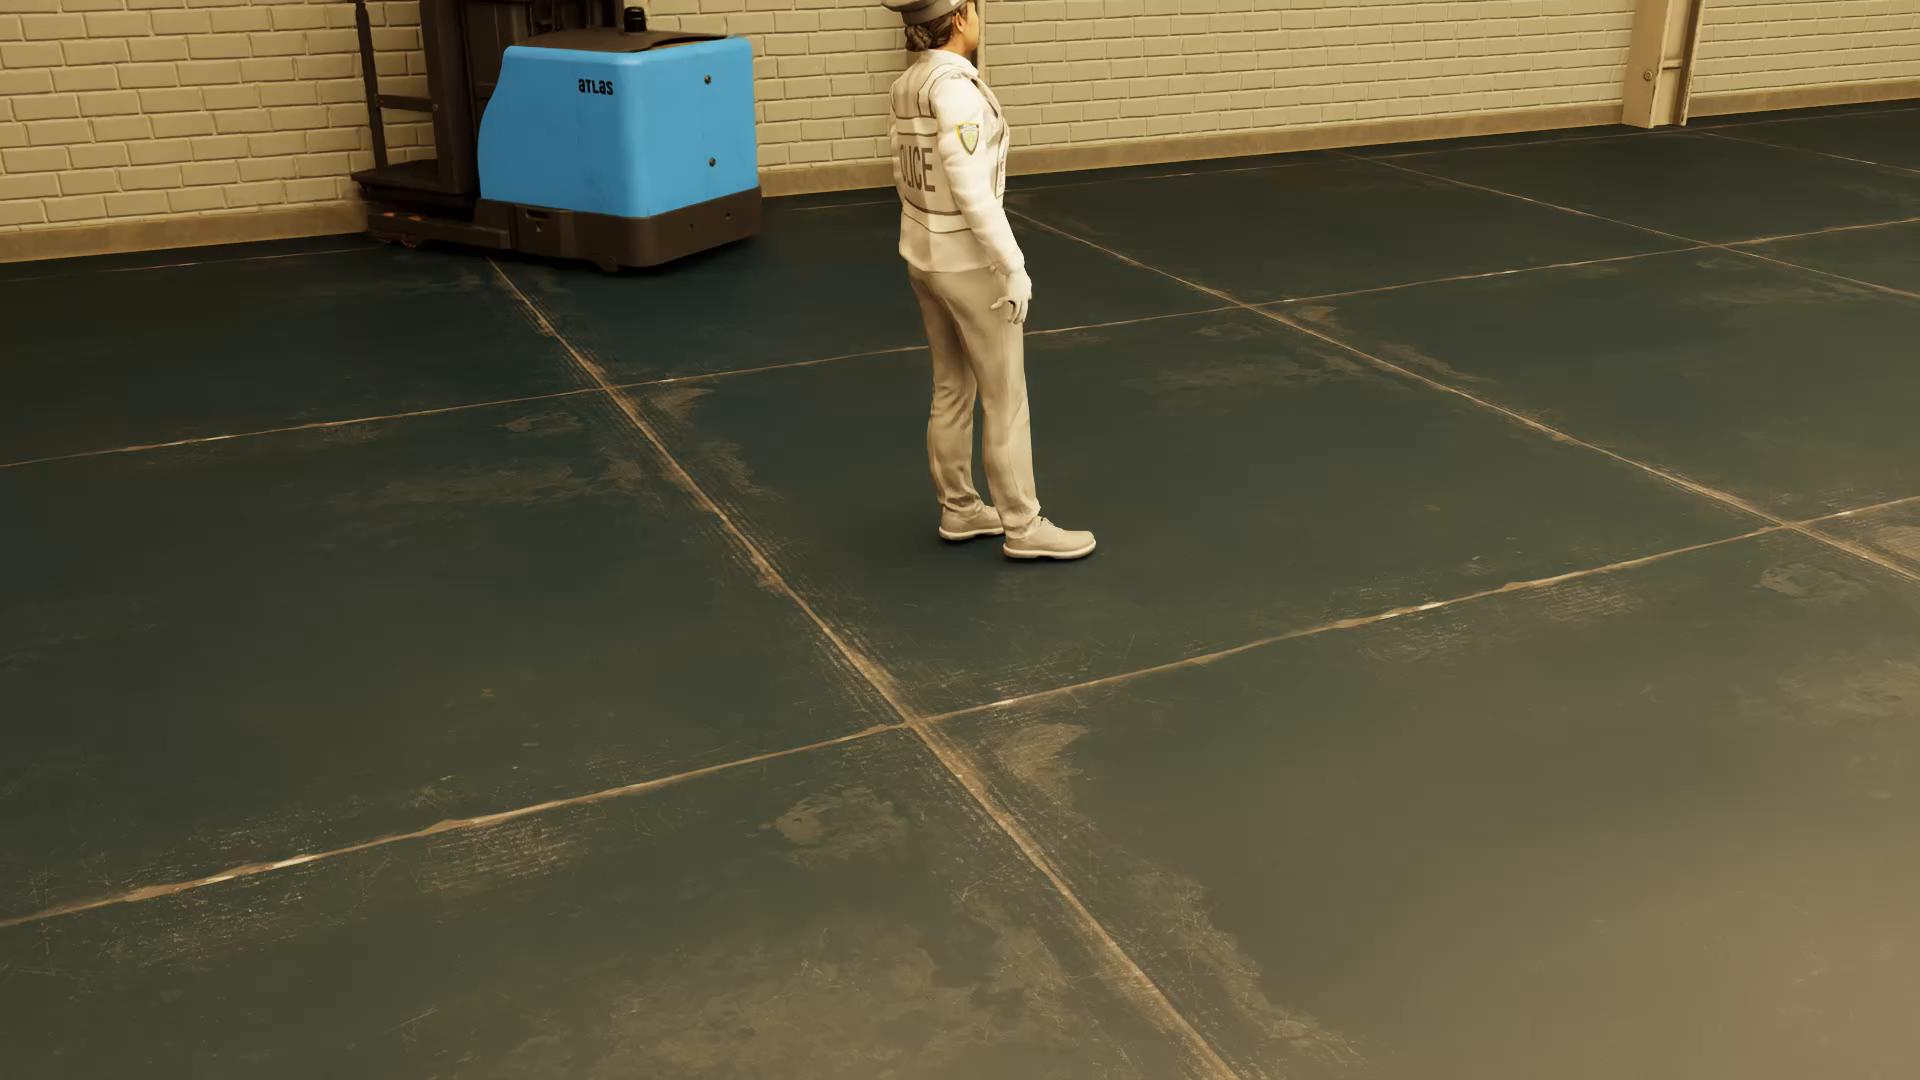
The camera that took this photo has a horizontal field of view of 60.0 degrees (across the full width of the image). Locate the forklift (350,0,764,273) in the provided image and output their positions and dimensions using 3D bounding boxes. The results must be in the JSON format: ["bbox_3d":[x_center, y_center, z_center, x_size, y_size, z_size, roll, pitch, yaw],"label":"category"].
[{"bbox_3d":[-2.585,-3.069,8.674,3.031,2.935,1.130,12,26,27],"label":"forklift"}]

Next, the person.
[{"bbox_3d":[0.065,-0.798,4.800,0.530,1.694,0.586,-10,25,-23],"label":"person"}]
